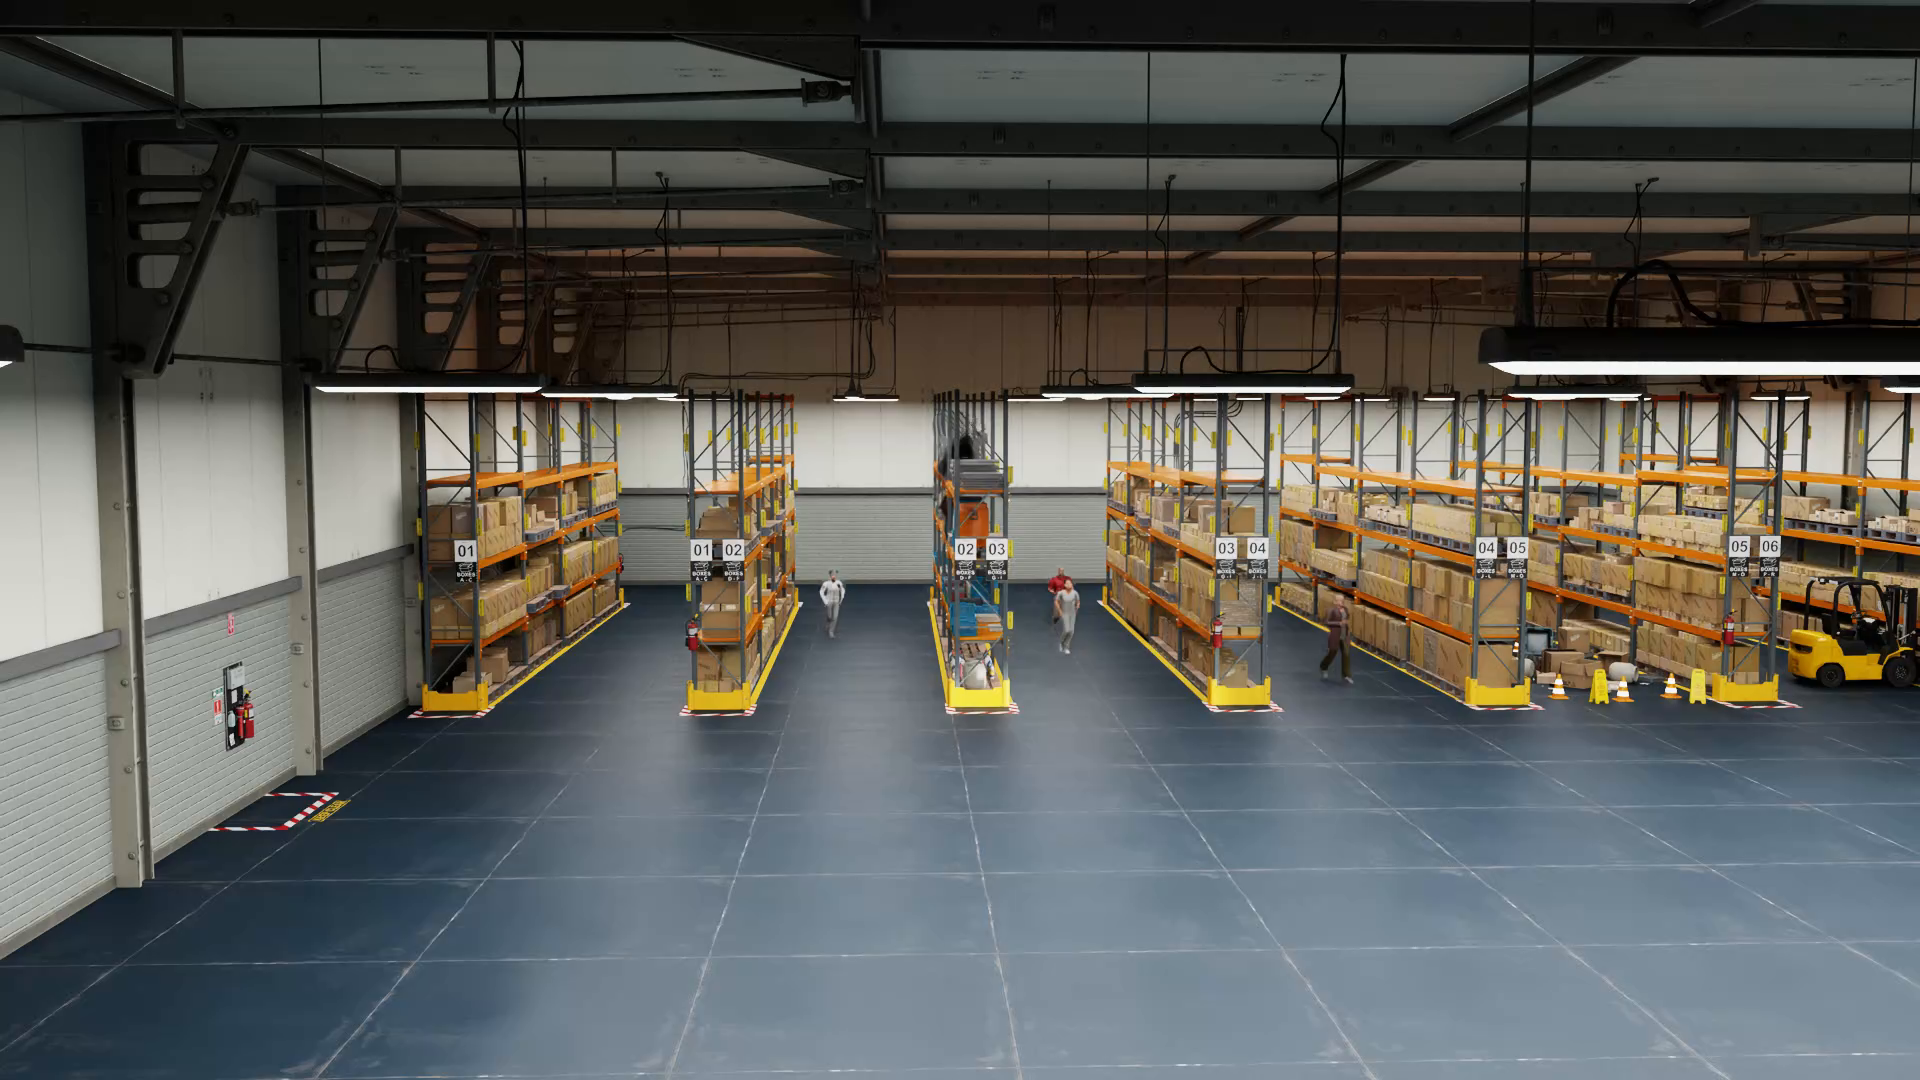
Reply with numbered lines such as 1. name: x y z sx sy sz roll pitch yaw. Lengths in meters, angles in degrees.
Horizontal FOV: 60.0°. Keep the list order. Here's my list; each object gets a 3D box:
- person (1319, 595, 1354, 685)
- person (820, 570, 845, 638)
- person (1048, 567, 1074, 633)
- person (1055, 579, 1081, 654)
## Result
1. person: 7.759 2.019 34.212 0.708 1.798 1.009 -2 5 -23
2. person: -3.151 1.552 41.171 0.641 1.666 0.632 -1 5 -15
3. person: 2.525 1.505 41.390 0.674 1.682 0.782 -1 5 -10
4. person: 2.371 1.666 36.261 0.556 1.632 0.544 -1 5 -12
